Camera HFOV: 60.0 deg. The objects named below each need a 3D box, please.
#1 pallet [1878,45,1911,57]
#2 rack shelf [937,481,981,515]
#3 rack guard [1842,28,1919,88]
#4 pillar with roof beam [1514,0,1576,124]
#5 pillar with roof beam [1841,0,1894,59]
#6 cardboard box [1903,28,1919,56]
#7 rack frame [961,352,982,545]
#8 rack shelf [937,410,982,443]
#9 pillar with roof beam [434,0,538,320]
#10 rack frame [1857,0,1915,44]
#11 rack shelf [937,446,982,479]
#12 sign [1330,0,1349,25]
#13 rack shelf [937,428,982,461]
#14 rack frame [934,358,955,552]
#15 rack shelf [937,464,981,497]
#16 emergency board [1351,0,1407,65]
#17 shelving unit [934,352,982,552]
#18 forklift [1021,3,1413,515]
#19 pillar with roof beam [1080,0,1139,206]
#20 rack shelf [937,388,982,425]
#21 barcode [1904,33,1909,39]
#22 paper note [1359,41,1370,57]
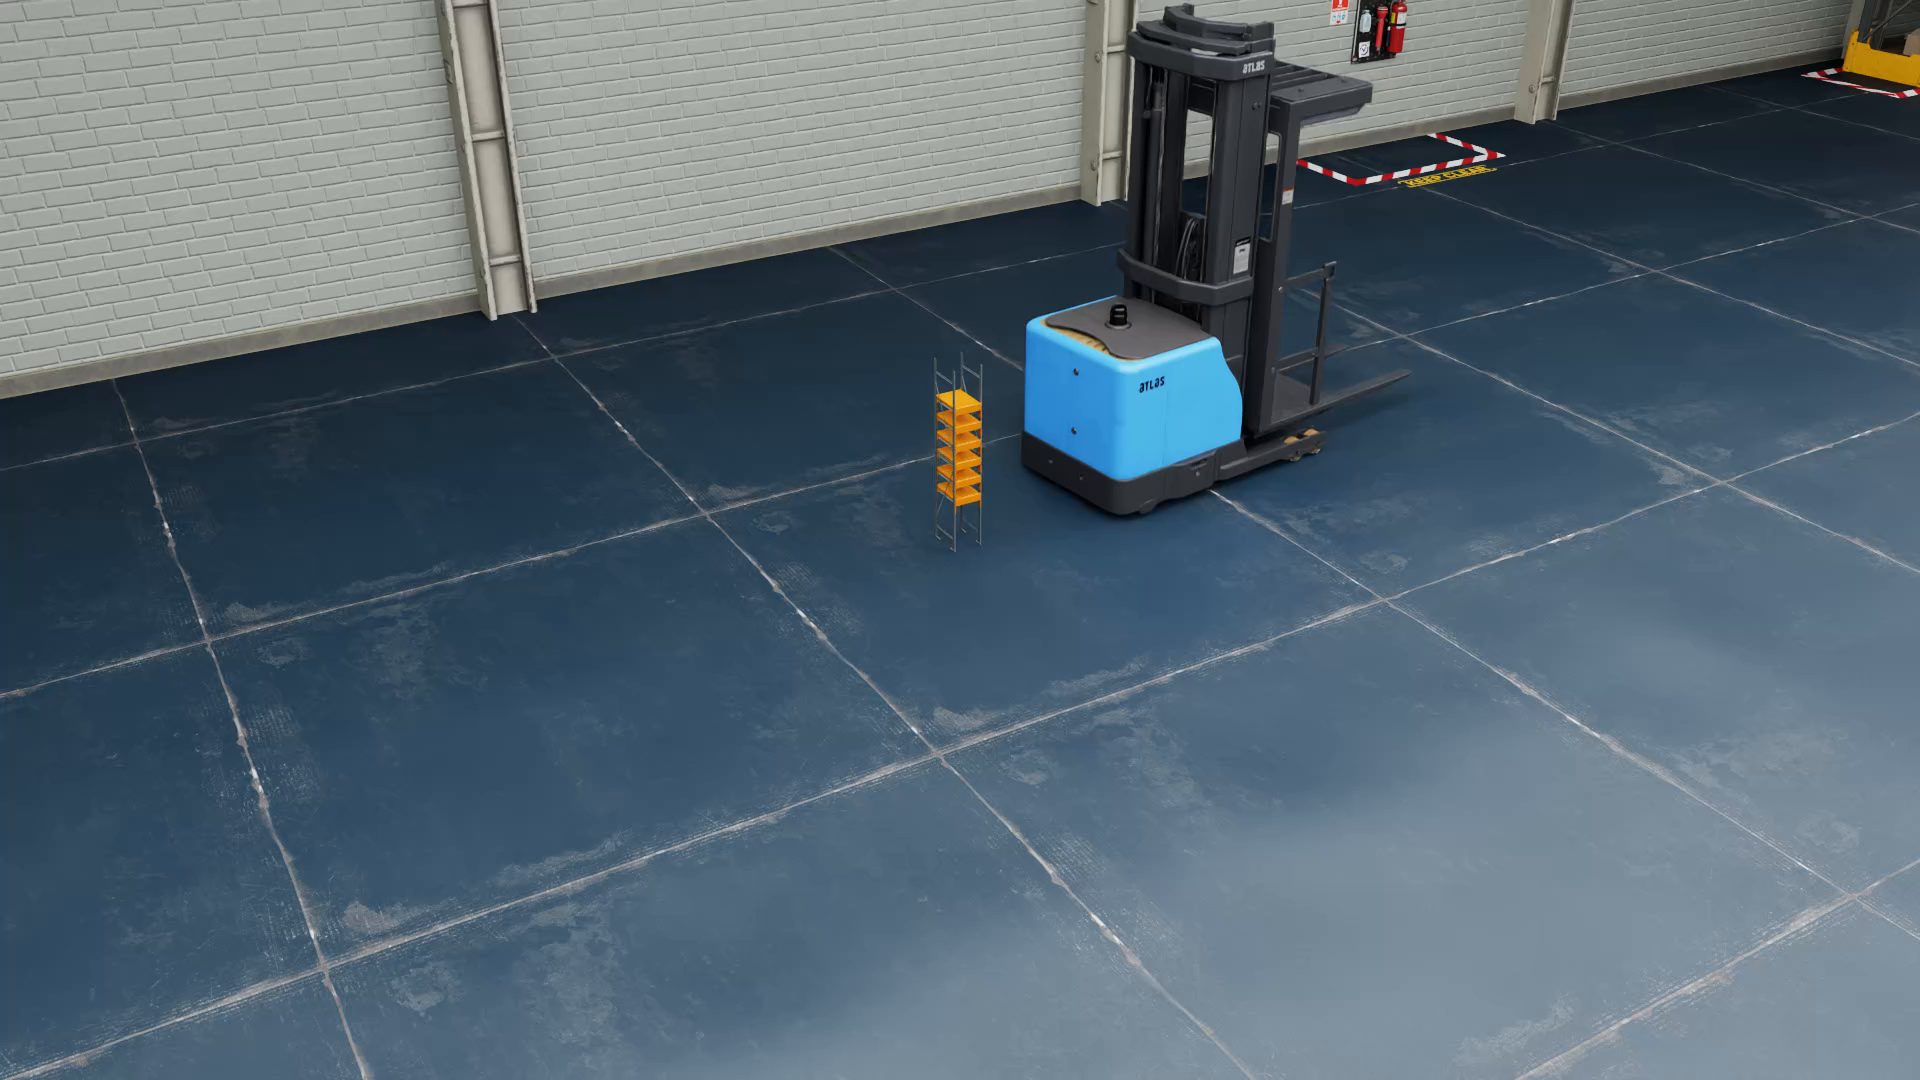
[{"bbox_3d":[12.391,-6.078,21.143,1.213,0.211,1.003,-16,33,-26],"label":"pallet"},{"bbox_3d":[-0.012,-0.273,10.189,0.180,0.103,0.258,-16,33,-26],"label":"rack shelf"},{"bbox_3d":[11.673,-6.020,20.739,0.348,0.500,1.175,-16,33,-26],"label":"rack guard"},{"bbox_3d":[8.780,-6.992,13.704,0.400,9.000,9.100,-16,33,-26],"label":"pillar with roof beam"},{"bbox_3d":[13.953,-8.461,16.366,0.400,9.000,9.100,-16,33,-26],"label":"pillar with roof beam"},{"bbox_3d":[12.249,-6.243,20.884,0.500,0.311,0.500,-20,35,-32],"label":"cardboard box"},{"bbox_3d":[0.066,-0.544,10.092,0.006,1.200,0.240,-16,33,-26],"label":"rack frame"},{"bbox_3d":[-0.012,-0.693,9.957,0.180,0.103,0.258,-16,33,-26],"label":"rack shelf"},{"bbox_3d":[-1.566,-4.055,8.382,0.400,9.000,9.100,-16,33,-26],"label":"pillar with roof beam"},{"bbox_3d":[11.607,-7.096,20.101,0.127,3.000,1.000,-16,33,-26],"label":"rack frame"},{"bbox_3d":[-0.012,-0.483,10.073,0.180,0.103,0.258,-16,33,-26],"label":"rack shelf"},{"bbox_3d":[3.921,-5.493,17.160,0.234,0.329,0.001,-16,33,-26],"label":"sign"},{"bbox_3d":[-0.012,-0.588,10.015,0.180,0.103,0.258,-16,33,-26],"label":"rack shelf"},{"bbox_3d":[-0.091,-0.499,10.011,0.006,1.200,0.240,-16,33,-26],"label":"rack frame"},{"bbox_3d":[-0.012,-0.378,10.131,0.180,0.103,0.258,-16,33,-26],"label":"rack shelf"},{"bbox_3d":[4.450,-5.570,17.336,0.643,1.169,0.194,-16,33,-26],"label":"emergency board"},{"bbox_3d":[-0.012,-0.522,10.052,0.189,1.200,0.258,-16,33,-26],"label":"shelving unit"},{"bbox_3d":[1.891,-2.002,10.942,3.031,2.935,1.130,-20,35,-32],"label":"forklift"},{"bbox_3d":[3.607,-5.523,11.043,0.400,9.000,9.100,-16,33,-26],"label":"pillar with roof beam"},{"bbox_3d":[-0.012,-0.798,9.899,0.180,0.103,0.258,-16,33,-26],"label":"rack shelf"},{"bbox_3d":[12.062,-6.418,21.192,0.075,0.075,0.001,-16,33,-26],"label":"barcode"},{"bbox_3d":[4.262,-5.169,17.523,0.142,0.148,0.016,-16,33,-26],"label":"paper note"}]
